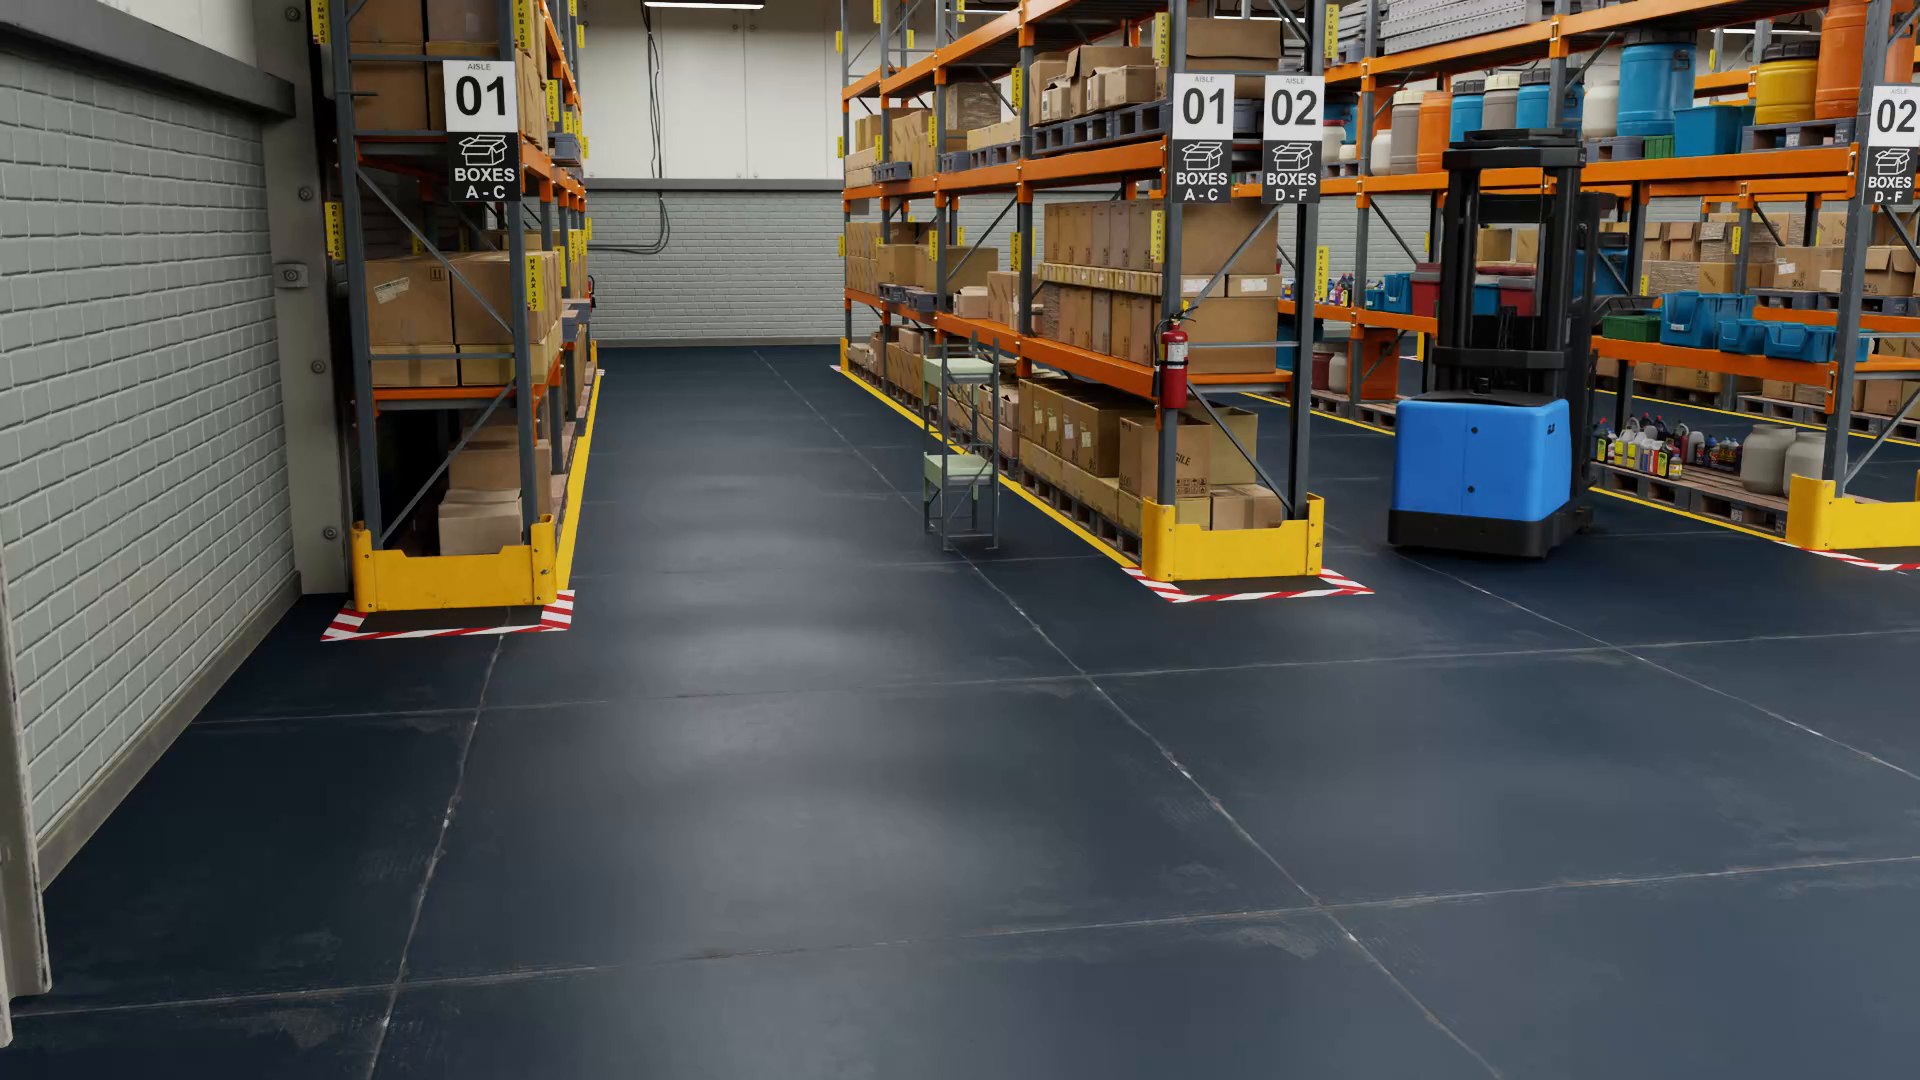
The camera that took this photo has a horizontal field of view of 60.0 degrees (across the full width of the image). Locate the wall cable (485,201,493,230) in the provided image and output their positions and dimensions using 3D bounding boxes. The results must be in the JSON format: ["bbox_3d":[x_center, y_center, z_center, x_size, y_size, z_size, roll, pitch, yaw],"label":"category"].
[{"bbox_3d":[-7.350,-4.713,26.217,0.084,1.984,1.851,-2,11,-11],"label":"wall cable"}]

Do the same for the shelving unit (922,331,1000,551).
[{"bbox_3d":[0.001,-0.736,12.050,0.431,1.500,0.755,-2,11,-11],"label":"shelving unit"}]

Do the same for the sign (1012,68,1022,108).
[{"bbox_3d":[0.489,-3.854,14.174,0.100,0.325,0.005,-2,11,-11],"label":"sign"}]

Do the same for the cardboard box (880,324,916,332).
[{"bbox_3d":[-0.967,-3.091,25.924,0.500,0.500,0.500,-2,11,-11],"label":"cardboard box"}]

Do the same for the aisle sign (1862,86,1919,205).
[{"bbox_3d":[6.380,-2.692,11.364,0.394,0.787,0.004,-2,11,-11],"label":"aisle sign"}]

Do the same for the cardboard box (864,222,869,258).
[{"bbox_3d":[-1.089,-4.270,23.668,0.500,0.500,0.500,-2,11,-11],"label":"cardboard box"}]

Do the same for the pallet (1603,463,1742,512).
[{"bbox_3d":[6.209,-0.454,14.016,1.003,0.211,1.213,-2,11,-11],"label":"pallet"}]

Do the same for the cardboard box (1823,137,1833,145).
[{"bbox_3d":[9.998,-4.574,18.577,0.500,0.500,0.500,-2,11,-13],"label":"cardboard box"}]

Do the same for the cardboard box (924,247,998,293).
[{"bbox_3d":[0.009,-3.093,19.036,0.700,0.500,0.500,-6,12,-30],"label":"cardboard box"}]

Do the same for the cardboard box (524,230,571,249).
[{"bbox_3d":[-4.458,-3.217,17.955,0.500,0.250,0.500,-2,11,-10],"label":"cardboard box"}]

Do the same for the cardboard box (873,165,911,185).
[{"bbox_3d":[-0.892,-4.940,22.505,0.500,0.250,0.500,-2,11,-11],"label":"cardboard box"}]

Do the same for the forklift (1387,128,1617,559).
[{"bbox_3d":[4.199,-1.543,12.462,1.130,2.935,3.031,6,12,30],"label":"forklift"}]

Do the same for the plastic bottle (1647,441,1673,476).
[{"bbox_3d":[5.848,-0.685,13.881,0.152,0.276,0.135,-2,11,-11],"label":"plastic bottle"}]

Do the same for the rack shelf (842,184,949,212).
[{"bbox_3d":[-0.925,-4.947,24.068,1.077,0.370,4.000,-2,11,-11],"label":"rack shelf"}]

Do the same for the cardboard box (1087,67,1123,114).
[{"bbox_3d":[1.207,-3.268,12.061,0.500,0.311,0.500,-1,11,-4],"label":"cardboard box"}]

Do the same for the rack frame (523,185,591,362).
[{"bbox_3d":[-6.173,-4.013,25.258,1.000,3.000,0.127,-2,11,-11],"label":"rack frame"}]

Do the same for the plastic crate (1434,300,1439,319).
[{"bbox_3d":[5.263,-2.377,17.232,0.450,0.188,0.662,-2,11,-11],"label":"plastic crate"}]

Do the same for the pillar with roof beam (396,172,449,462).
[{"bbox_3d":[-0.990,-5.380,16.393,9.100,9.000,0.400,-2,11,-11],"label":"pillar with roof beam"}]

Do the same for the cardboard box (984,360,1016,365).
[{"bbox_3d":[0.433,-1.809,19.185,0.500,0.500,0.500,-2,11,-9],"label":"cardboard box"}]

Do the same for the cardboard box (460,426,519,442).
[{"bbox_3d":[-3.598,-0.611,12.895,0.500,0.500,0.500,-3,11,-15],"label":"cardboard box"}]

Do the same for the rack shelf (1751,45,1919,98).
[{"bbox_3d":[10.348,-5.117,18.005,1.077,0.370,4.000,-2,11,-11],"label":"rack shelf"}]

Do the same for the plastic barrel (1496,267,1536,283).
[{"bbox_3d":[5.765,-2.557,17.246,0.433,0.535,0.433,0,11,0],"label":"plastic barrel"}]

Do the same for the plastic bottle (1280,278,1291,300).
[{"bbox_3d":[4.265,-3.268,21.674,0.152,0.276,0.135,-2,11,-11],"label":"plastic bottle"}]

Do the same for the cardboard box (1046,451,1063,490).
[{"bbox_3d":[0.997,-0.569,13.393,0.500,0.250,0.500,-2,11,-11],"label":"cardboard box"}]

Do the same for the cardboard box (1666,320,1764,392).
[{"bbox_3d":[9.846,-2.376,21.217,1.225,0.875,0.875,-3,11,-14],"label":"cardboard box"}]

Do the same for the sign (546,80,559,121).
[{"bbox_3d":[-3.308,-3.561,13.477,0.100,0.325,0.005,-2,11,-11],"label":"sign"}]

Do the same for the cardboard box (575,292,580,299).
[{"bbox_3d":[-4.864,-2.973,20.414,0.380,0.149,0.250,-2,11,-11],"label":"cardboard box"}]

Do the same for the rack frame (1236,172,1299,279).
[{"bbox_3d":[4.323,-3.640,23.297,1.000,3.000,0.127,-2,11,-11],"label":"rack frame"}]

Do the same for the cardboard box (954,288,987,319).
[{"bbox_3d":[0.226,-2.512,17.609,0.500,0.311,0.500,-2,11,-12],"label":"cardboard box"}]

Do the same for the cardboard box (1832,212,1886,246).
[{"bbox_3d":[13.710,-4.744,25.364,0.500,0.500,0.500,-3,11,-13],"label":"cardboard box"}]

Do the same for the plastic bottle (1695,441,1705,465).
[{"bbox_3d":[6.465,-0.761,14.481,0.097,0.201,0.097,0,11,0],"label":"plastic bottle"}]

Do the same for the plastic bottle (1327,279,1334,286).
[{"bbox_3d":[4.839,-3.281,21.758,0.097,0.271,0.097,0,11,0],"label":"plastic bottle"}]

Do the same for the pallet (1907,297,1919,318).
[{"bbox_3d":[10.731,-2.404,17.317,1.003,0.211,1.213,-2,11,-11],"label":"pallet"}]

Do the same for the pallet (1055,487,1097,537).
[{"bbox_3d":[1.374,-0.252,12.954,1.003,0.211,1.213,-2,11,-11],"label":"pallet"}]

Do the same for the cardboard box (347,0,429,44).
[{"bbox_3d":[-3.401,-3.172,9.821,0.500,0.500,0.500,-2,11,-8],"label":"cardboard box"}]

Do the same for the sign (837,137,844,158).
[{"bbox_3d":[-1.847,-6.077,25.742,0.100,0.325,0.005,-2,11,-11],"label":"sign"}]

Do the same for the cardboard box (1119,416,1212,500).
[{"bbox_3d":[1.401,-0.571,11.398,0.500,0.500,0.500,-2,11,-11],"label":"cardboard box"}]

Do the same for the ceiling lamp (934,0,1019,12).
[{"bbox_3d":[0.618,-10.591,28.163,2.000,3.185,0.800,-2,11,-11],"label":"ceiling lamp"}]

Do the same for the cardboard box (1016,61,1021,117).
[{"bbox_3d":[0.805,-4.186,15.416,0.500,0.500,0.500,-1,11,-6],"label":"cardboard box"}]

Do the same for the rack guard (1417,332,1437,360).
[{"bbox_3d":[8.399,-3.330,28.354,1.175,0.500,0.348,-2,11,-11],"label":"rack guard"}]

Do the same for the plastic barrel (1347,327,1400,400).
[{"bbox_3d":[4.989,-2.135,20.074,0.600,0.830,0.708,-2,11,-11],"label":"plastic barrel"}]

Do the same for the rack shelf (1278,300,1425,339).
[{"bbox_3d":[4.712,-2.919,21.437,1.077,0.370,4.000,-2,11,-11],"label":"rack shelf"}]

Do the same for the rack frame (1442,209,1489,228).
[{"bbox_3d":[8.404,-4.553,28.098,1.000,3.000,0.127,-2,11,-11],"label":"rack frame"}]

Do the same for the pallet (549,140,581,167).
[{"bbox_3d":[-4.059,-3.501,15.046,1.213,0.211,1.003,-2,11,-11],"label":"pallet"}]

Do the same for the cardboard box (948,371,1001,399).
[{"bbox_3d":[0.166,-1.655,17.600,0.500,0.311,0.500,-2,11,-12],"label":"cardboard box"}]

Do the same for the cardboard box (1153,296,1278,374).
[{"bbox_3d":[1.719,-1.395,11.234,0.700,0.500,0.500,-2,11,-11],"label":"cardboard box"}]

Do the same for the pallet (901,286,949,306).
[{"bbox_3d":[-0.141,-2.989,20.391,1.003,0.211,1.213,-2,11,-11],"label":"pallet"}]

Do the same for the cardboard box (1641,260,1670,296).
[{"bbox_3d":[9.327,-3.497,22.279,0.500,0.500,0.500,-2,11,-10],"label":"cardboard box"}]

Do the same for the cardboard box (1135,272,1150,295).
[{"bbox_3d":[1.434,-1.785,11.551,0.380,0.149,0.250,-2,11,-12],"label":"cardboard box"}]

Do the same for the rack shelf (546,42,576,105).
[{"bbox_3d":[-5.006,-5.310,19.021,1.077,0.370,4.000,-2,11,-11],"label":"rack shelf"}]

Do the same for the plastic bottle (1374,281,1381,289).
[{"bbox_3d":[5.218,-3.093,20.738,0.061,0.283,0.133,-2,11,-11],"label":"plastic bottle"}]
